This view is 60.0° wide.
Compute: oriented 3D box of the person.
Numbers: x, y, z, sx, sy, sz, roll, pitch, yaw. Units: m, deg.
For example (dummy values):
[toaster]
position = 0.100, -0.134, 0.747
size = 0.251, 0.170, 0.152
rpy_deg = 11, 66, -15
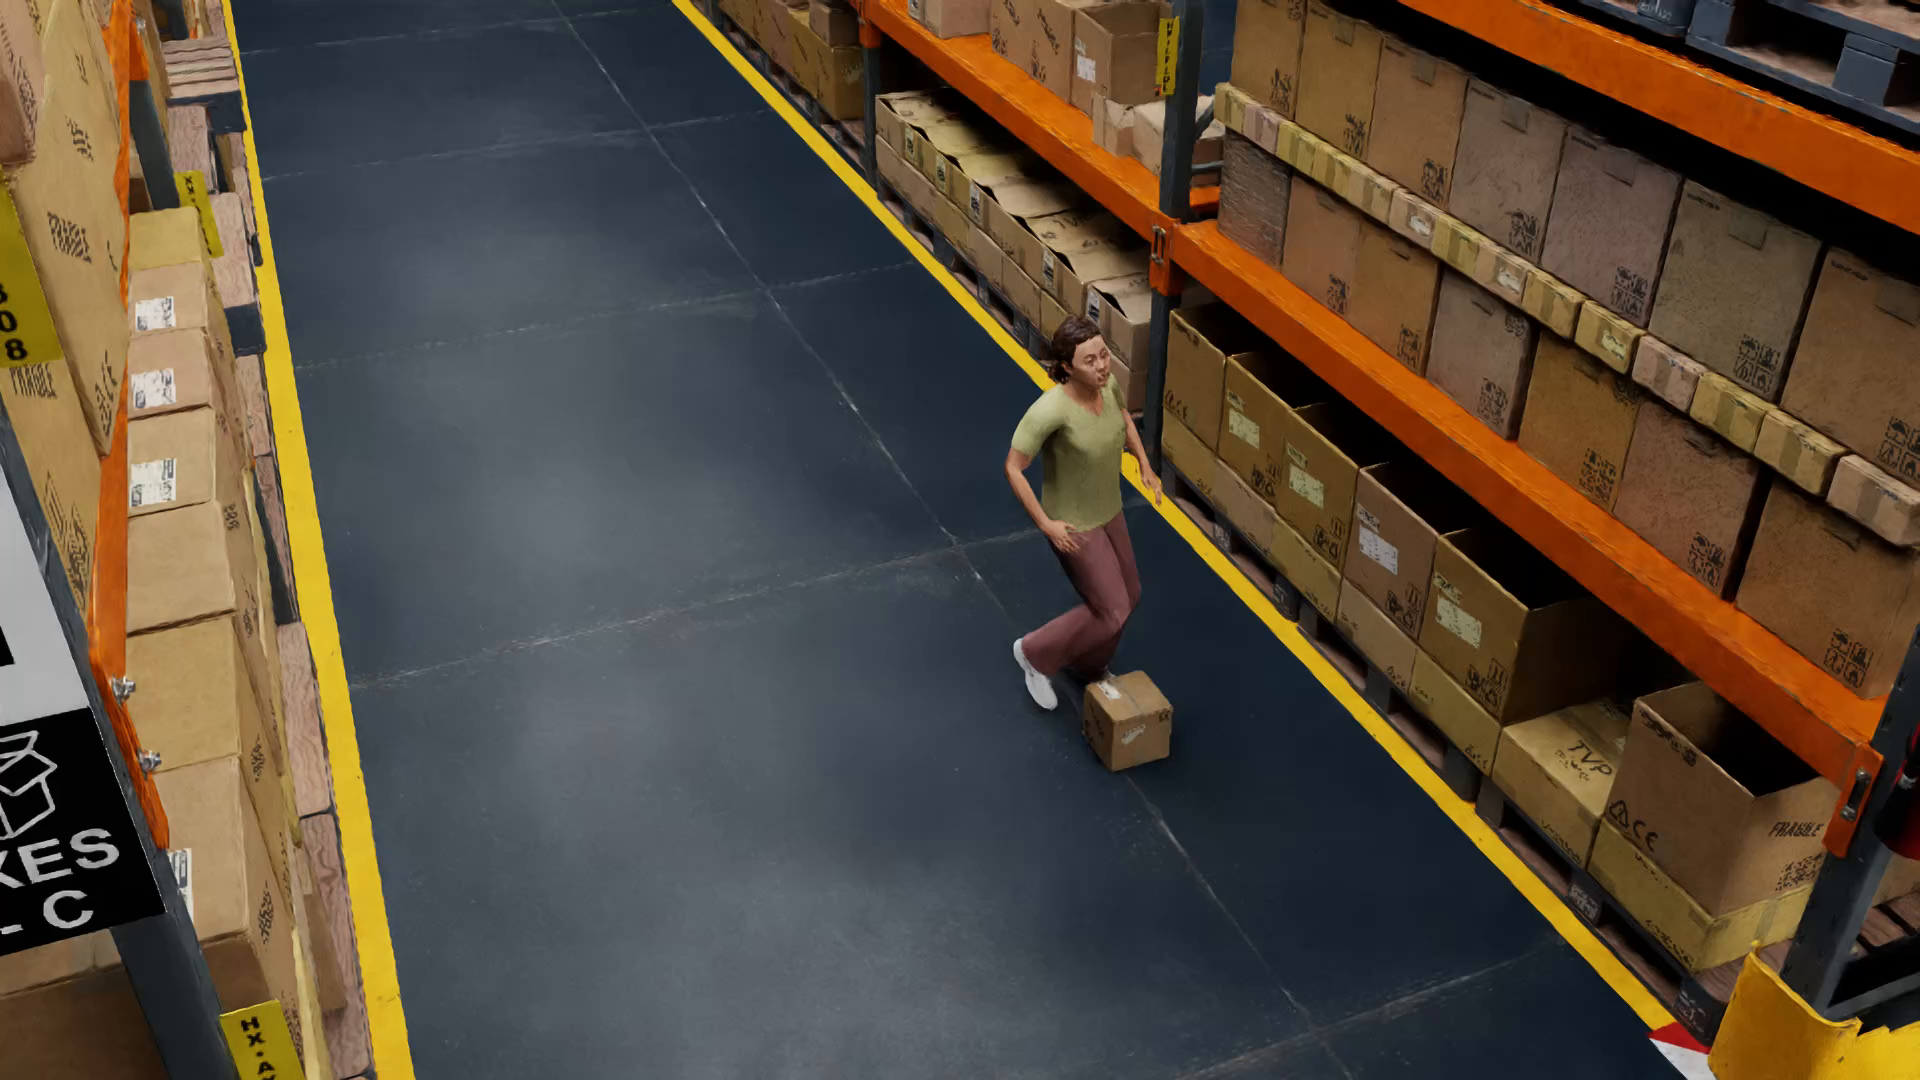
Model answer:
[person]
position = 0.514, 0.027, 6.358
size = 0.475, 1.395, 0.636
rpy_deg = 22, 39, 29
